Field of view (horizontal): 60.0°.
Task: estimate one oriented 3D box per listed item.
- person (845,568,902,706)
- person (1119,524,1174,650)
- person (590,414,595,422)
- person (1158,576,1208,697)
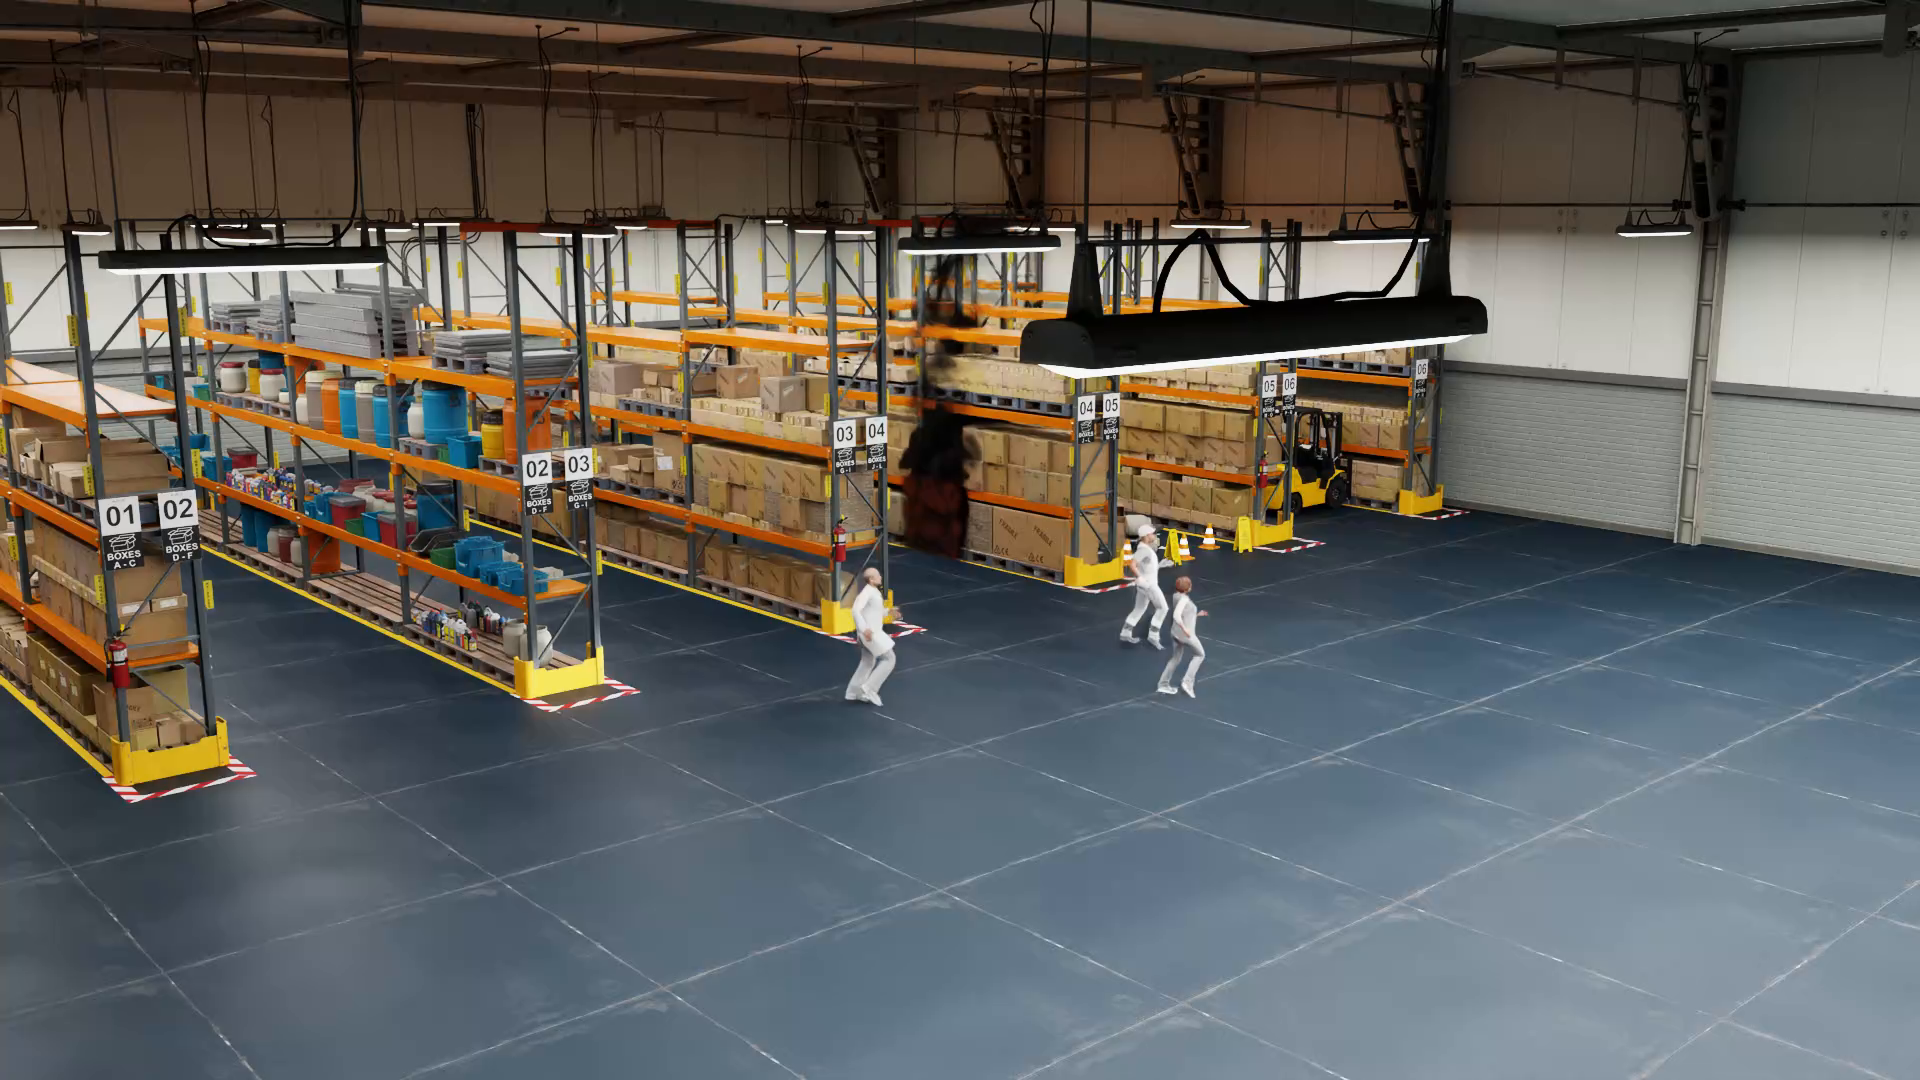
[{"bbox_3d":[-1.109,1.235,21.343,0.765,1.792,0.701,-2,12,-10],"label":"person"},{"bbox_3d":[2.700,0.683,23.972,0.761,1.836,0.647,-1,11,-3],"label":"person"},{"bbox_3d":[-9.252,-2.662,40.991,0.659,1.585,0.641,-2,12,-12],"label":"person"},{"bbox_3d":[2.908,1.272,21.587,0.682,1.593,0.503,-4,12,-19],"label":"person"}]
